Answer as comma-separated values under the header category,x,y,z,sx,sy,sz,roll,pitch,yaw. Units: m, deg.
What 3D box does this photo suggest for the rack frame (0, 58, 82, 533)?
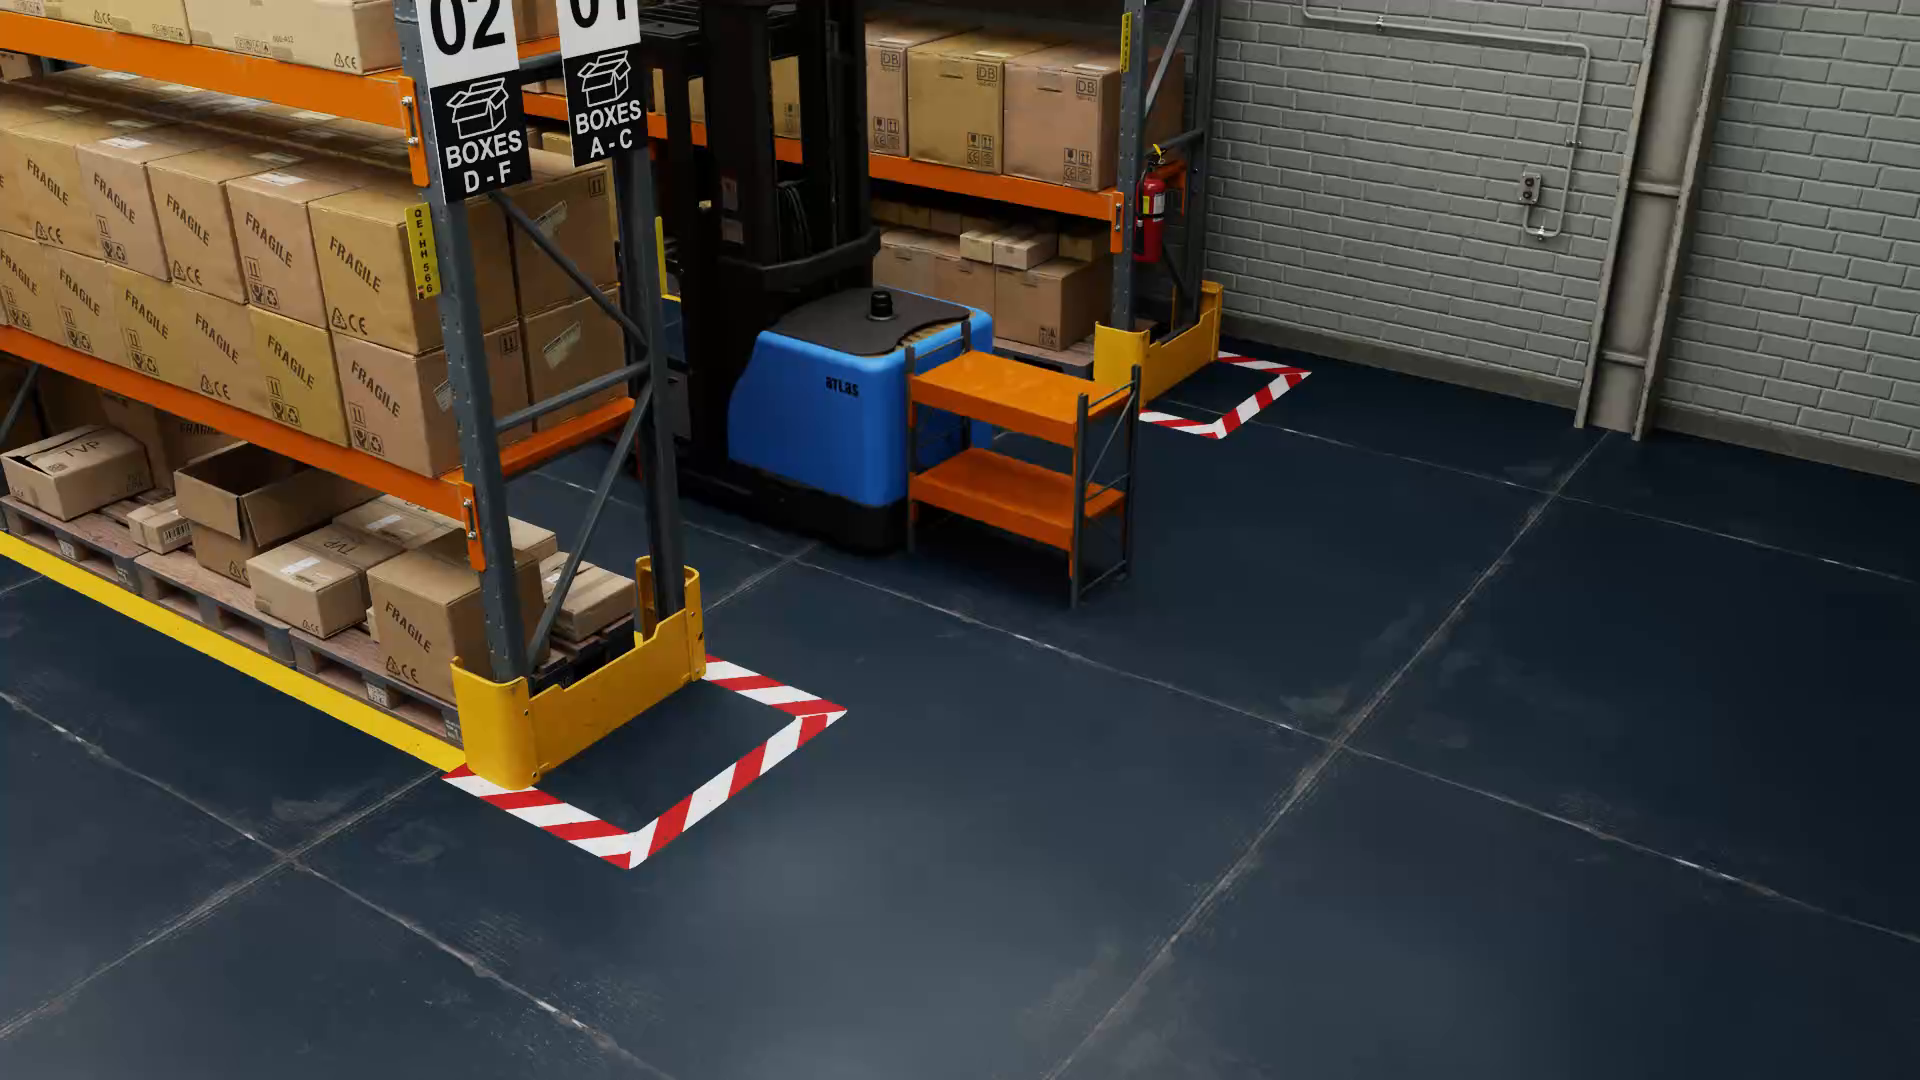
category,x,y,z,sx,sy,sz,roll,pitch,yaw
rack frame,-4.835,-1.577,8.542,0.127,3.000,1.000,17,32,30

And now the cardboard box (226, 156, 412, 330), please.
category,x,y,z,sx,sy,sz,roll,pitch,yaw
cardboard box,-2.478,-1.181,6.552,0.500,0.500,0.500,18,32,32

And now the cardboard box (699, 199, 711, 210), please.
category,x,y,z,sx,sy,sz,roll,pitch,yaw
cardboard box,-1.475,-2.273,12.202,0.500,0.500,0.700,18,32,31

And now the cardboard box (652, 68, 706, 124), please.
category,x,y,z,sx,sy,sz,roll,pitch,yaw
cardboard box,-1.596,-3.419,11.830,0.700,0.700,0.980,18,32,31

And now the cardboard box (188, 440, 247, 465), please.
category,x,y,z,sx,sy,sz,roll,pitch,yaw
cardboard box,-3.862,-0.389,8.865,0.250,0.149,0.380,17,32,30

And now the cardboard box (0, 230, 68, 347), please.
category,x,y,z,sx,sy,sz,roll,pitch,yaw
cardboard box,-4.146,-1.259,7.806,0.500,0.500,0.500,18,32,31

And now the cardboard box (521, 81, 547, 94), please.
category,x,y,z,sx,sy,sz,roll,pitch,yaw
cardboard box,-3.133,-3.494,12.562,0.250,0.149,0.380,17,32,30

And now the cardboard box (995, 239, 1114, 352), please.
category,x,y,z,sx,sy,sz,roll,pitch,yaw
cardboard box,0.630,-1.619,10.917,0.500,0.500,0.700,17,32,30

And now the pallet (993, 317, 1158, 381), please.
category,x,y,z,sx,sy,sz,roll,pitch,yaw
pallet,0.560,-1.336,11.144,1.213,0.211,1.003,17,32,30

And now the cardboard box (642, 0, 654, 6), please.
category,x,y,z,sx,sy,sz,roll,pitch,yaw
cardboard box,-2.564,-3.975,11.966,0.500,0.250,0.500,18,32,32

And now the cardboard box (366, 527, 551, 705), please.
category,x,y,z,sx,sy,sz,roll,pitch,yaw
cardboard box,-2.126,0.320,7.085,0.500,0.500,0.500,17,32,30

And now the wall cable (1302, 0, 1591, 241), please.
category,x,y,z,sx,sy,sz,roll,pitch,yaw
wall cable,2.854,-2.881,9.983,1.851,1.984,0.084,17,32,30

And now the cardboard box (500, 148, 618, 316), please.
category,x,y,z,sx,sy,sz,roll,pitch,yaw
cardboard box,-1.755,-1.253,6.692,0.500,0.500,0.500,18,32,32

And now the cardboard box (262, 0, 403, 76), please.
category,x,y,z,sx,sy,sz,roll,pitch,yaw
cardboard box,-2.111,-1.854,5.943,0.500,0.250,0.500,17,32,30

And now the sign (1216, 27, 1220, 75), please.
category,x,y,z,sx,sy,sz,roll,pitch,yaw
sign,1.582,-3.030,10.355,0.005,0.325,0.100,17,32,30

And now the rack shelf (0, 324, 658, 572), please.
category,x,y,z,sx,sy,sz,roll,pitch,yaw
rack shelf,-3.187,-0.743,7.696,4.000,0.370,1.077,17,32,30

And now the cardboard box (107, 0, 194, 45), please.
category,x,y,z,sx,sy,sz,roll,pitch,yaw
cardboard box,-2.936,-2.110,6.446,0.500,0.250,0.500,17,32,30

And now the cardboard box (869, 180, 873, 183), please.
category,x,y,z,sx,sy,sz,roll,pitch,yaw
cardboard box,-0.830,-2.472,11.877,0.250,0.149,0.380,16,31,29

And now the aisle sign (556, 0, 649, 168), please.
category,x,y,z,sx,sy,sz,roll,pitch,yaw
aisle sign,-1.316,-1.801,6.116,0.004,0.787,0.394,17,32,30

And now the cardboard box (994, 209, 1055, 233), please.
category,x,y,z,sx,sy,sz,roll,pitch,yaw
cardboard box,0.428,-2.080,11.108,0.250,0.149,0.380,17,32,30

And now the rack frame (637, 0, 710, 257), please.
category,x,y,z,sx,sy,sz,roll,pitch,yaw
rack frame,-2.034,-3.430,12.183,0.127,3.000,1.000,17,32,30

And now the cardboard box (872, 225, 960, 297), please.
category,x,y,z,sx,sy,sz,roll,pitch,yaw
cardboard box,-0.198,-1.876,11.422,0.500,0.500,0.700,16,31,29

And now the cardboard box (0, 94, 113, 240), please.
category,x,y,z,sx,sy,sz,roll,pitch,yaw
cardboard box,-4.181,-1.709,7.589,0.500,0.500,0.500,16,31,29

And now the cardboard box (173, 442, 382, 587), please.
category,x,y,z,sx,sy,sz,roll,pitch,yaw
cardboard box,-3.284,-0.180,8.065,0.637,0.503,0.797,17,32,30

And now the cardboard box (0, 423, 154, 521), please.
category,x,y,z,sx,sy,sz,roll,pitch,yaw
cardboard box,-4.612,-0.387,8.682,0.500,0.311,0.500,17,32,30

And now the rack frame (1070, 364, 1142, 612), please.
category,x,y,z,sx,sy,sz,roll,pitch,yaw
rack frame,0.700,-0.245,7.992,0.032,1.125,0.500,19,33,33

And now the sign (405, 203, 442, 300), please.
category,x,y,z,sx,sy,sz,roll,pitch,yaw
sign,-1.869,-1.005,5.792,0.005,0.325,0.100,17,32,30

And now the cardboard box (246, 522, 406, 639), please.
category,x,y,z,sx,sy,sz,roll,pitch,yaw
cardboard box,-2.892,0.176,7.643,0.500,0.250,0.500,17,32,30

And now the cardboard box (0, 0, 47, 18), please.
category,x,y,z,sx,sy,sz,roll,pitch,yaw
cardboard box,-3.753,-2.371,6.960,0.500,0.250,0.500,17,32,30

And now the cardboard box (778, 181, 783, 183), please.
category,x,y,z,sx,sy,sz,roll,pitch,yaw
cardboard box,-1.296,-2.406,11.748,0.250,0.149,0.380,19,32,32

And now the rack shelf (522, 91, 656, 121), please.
category,x,y,z,sx,sy,sz,roll,pitch,yaw
rack shelf,-3.682,-3.623,13.356,4.000,0.370,1.077,17,32,30

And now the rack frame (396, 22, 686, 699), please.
category,x,y,z,sx,sy,sz,roll,pitch,yaw
rack frame,-1.538,-0.550,6.524,0.127,3.000,1.000,17,32,30

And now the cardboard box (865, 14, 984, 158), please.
category,x,y,z,sx,sy,sz,roll,pitch,yaw
cardboard box,-0.392,-3.046,11.097,0.700,0.700,0.980,16,31,28

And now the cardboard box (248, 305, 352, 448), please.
category,x,y,z,sx,sy,sz,roll,pitch,yaw
cardboard box,-2.491,-0.740,6.787,0.500,0.500,0.500,18,32,31

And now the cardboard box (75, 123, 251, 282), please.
category,x,y,z,sx,sy,sz,roll,pitch,yaw
cardboard box,-3.331,-1.445,7.069,0.500,0.500,0.500,18,32,32

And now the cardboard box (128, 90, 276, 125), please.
category,x,y,z,sx,sy,sz,roll,pitch,yaw
cardboard box,-3.433,-1.775,7.717,0.500,0.500,0.500,18,32,31

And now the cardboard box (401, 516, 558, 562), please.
category,x,y,z,sx,sy,sz,roll,pitch,yaw
cardboard box,-2.238,0.105,7.783,0.500,0.250,0.500,17,32,30

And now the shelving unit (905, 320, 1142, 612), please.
category,x,y,z,sx,sy,sz,roll,pitch,yaw
shelving unit,0.297,-0.386,8.268,1.048,1.125,0.538,19,33,33

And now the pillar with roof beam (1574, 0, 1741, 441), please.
category,x,y,z,sx,sy,sz,roll,pitch,yaw
pillar with roof beam,1.541,-3.097,4.915,0.400,9.000,9.100,17,32,30

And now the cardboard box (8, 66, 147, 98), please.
category,x,y,z,sx,sy,sz,roll,pitch,yaw
cardboard box,-4.272,-2.035,8.228,0.500,0.500,0.500,17,32,31

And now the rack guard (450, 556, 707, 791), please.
category,x,y,z,sx,sy,sz,roll,pitch,yaw
rack guard,-1.601,0.544,7.129,0.348,0.500,1.175,17,32,30

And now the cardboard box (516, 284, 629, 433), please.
category,x,y,z,sx,sy,sz,roll,pitch,yaw
cardboard box,-1.755,-0.807,6.919,0.500,0.500,0.500,18,32,31

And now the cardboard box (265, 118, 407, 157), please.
category,x,y,z,sx,sy,sz,roll,pitch,yaw
cardboard box,-2.600,-1.515,7.207,0.500,0.500,0.500,18,32,31

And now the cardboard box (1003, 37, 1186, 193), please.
category,x,y,z,sx,sy,sz,roll,pitch,yaw
cardboard box,0.837,-2.664,10.347,0.700,0.700,0.980,19,33,33

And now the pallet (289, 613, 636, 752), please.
category,x,y,z,sx,sy,sz,roll,pitch,yaw
pallet,-2.259,0.469,7.597,1.213,0.211,1.003,17,32,30

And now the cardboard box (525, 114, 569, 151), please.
category,x,y,z,sx,sy,sz,roll,pitch,yaw
cardboard box,-3.378,-3.005,13.255,0.750,0.750,0.750,18,32,32

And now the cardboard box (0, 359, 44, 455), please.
category,x,y,z,sx,sy,sz,roll,pitch,yaw
cardboard box,-5.404,-0.679,9.048,0.500,0.500,0.500,17,32,30

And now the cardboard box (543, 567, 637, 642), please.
category,x,y,z,sx,sy,sz,roll,pitch,yaw
cardboard box,-1.689,0.288,7.535,0.250,0.149,0.380,17,32,30

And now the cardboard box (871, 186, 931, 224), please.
category,x,y,z,sx,sy,sz,roll,pitch,yaw
cardboard box,-0.408,-2.341,11.620,0.250,0.149,0.380,17,31,29

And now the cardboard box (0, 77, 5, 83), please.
category,x,y,z,sx,sy,sz,roll,pitch,yaw
cardboard box,-9.935,-4.828,17.589,0.250,0.149,0.380,15,30,26

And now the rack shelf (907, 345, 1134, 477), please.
category,x,y,z,sx,sy,sz,roll,pitch,yaw
rack shelf,0.297,-0.646,8.135,1.000,0.278,0.538,19,33,33

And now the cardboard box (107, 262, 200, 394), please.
category,x,y,z,sx,sy,sz,roll,pitch,yaw
cardboard box,-3.315,-1.000,7.297,0.500,0.500,0.500,17,31,30

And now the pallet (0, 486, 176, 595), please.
category,x,y,z,sx,sy,sz,roll,pitch,yaw
pallet,-4.270,-0.158,8.828,1.213,0.211,1.003,17,32,30

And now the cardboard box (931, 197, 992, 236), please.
category,x,y,z,sx,sy,sz,roll,pitch,yaw
cardboard box,0.012,-2.210,11.363,0.250,0.149,0.380,18,32,31

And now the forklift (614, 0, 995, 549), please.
category,x,y,z,sx,sy,sz,roll,pitch,yaw
forklift,-1.290,-1.783,9.022,3.031,2.935,1.130,19,33,33

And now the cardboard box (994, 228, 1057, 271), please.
category,x,y,z,sx,sy,sz,roll,pitch,yaw
cardboard box,0.421,-1.873,10.700,0.250,0.149,0.380,17,31,30

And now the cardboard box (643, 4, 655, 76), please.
category,x,y,z,sx,sy,sz,roll,pitch,yaw
cardboard box,-2.557,-3.641,12.137,0.500,0.500,0.500,17,31,30

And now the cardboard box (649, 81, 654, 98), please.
category,x,y,z,sx,sy,sz,roll,pitch,yaw
cardboard box,-2.473,-3.308,12.198,0.250,0.149,0.380,18,32,31
